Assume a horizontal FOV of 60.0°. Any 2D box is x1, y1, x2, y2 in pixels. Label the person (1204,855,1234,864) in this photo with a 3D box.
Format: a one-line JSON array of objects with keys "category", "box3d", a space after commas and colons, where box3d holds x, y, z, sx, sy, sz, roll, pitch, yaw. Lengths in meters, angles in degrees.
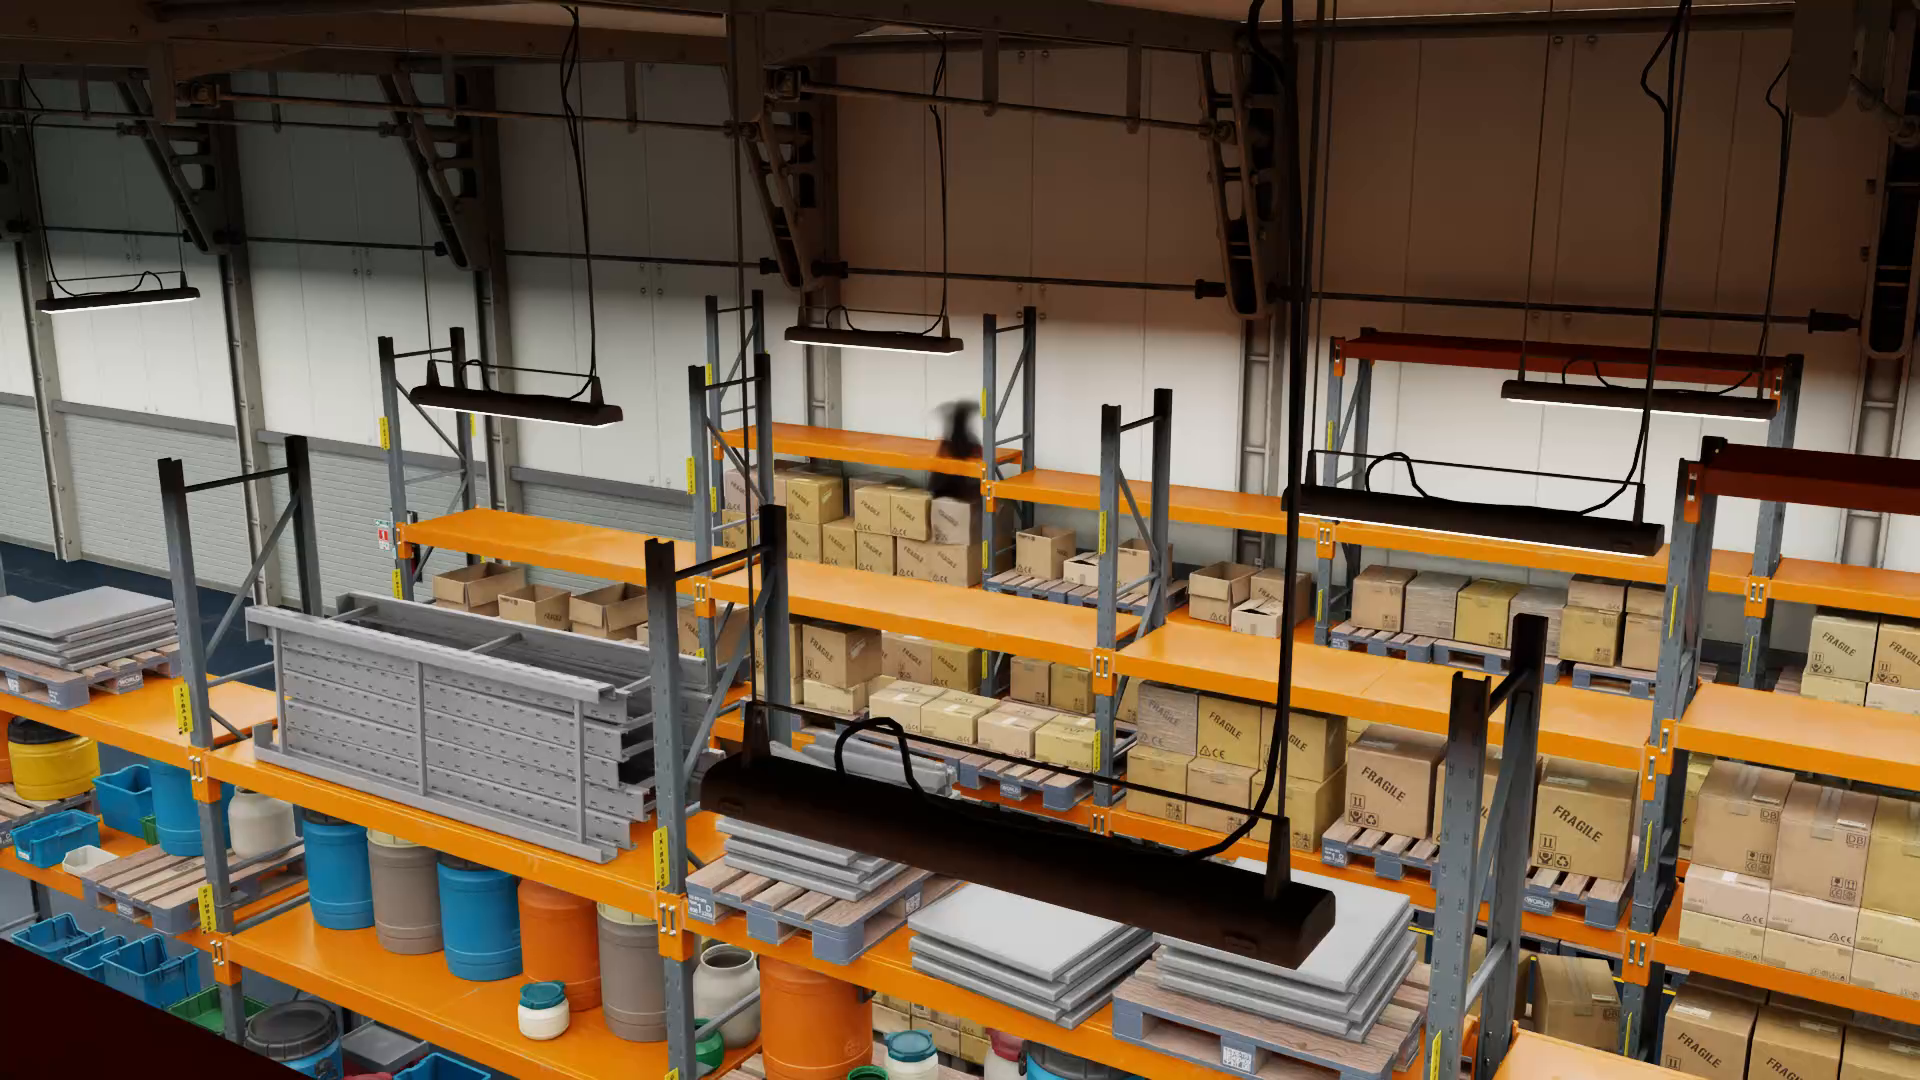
[{"category": "person", "box3d": [2.445, 3.381, 15.855, 0.702, 1.783, 0.643, 5, 15, 18]}]
